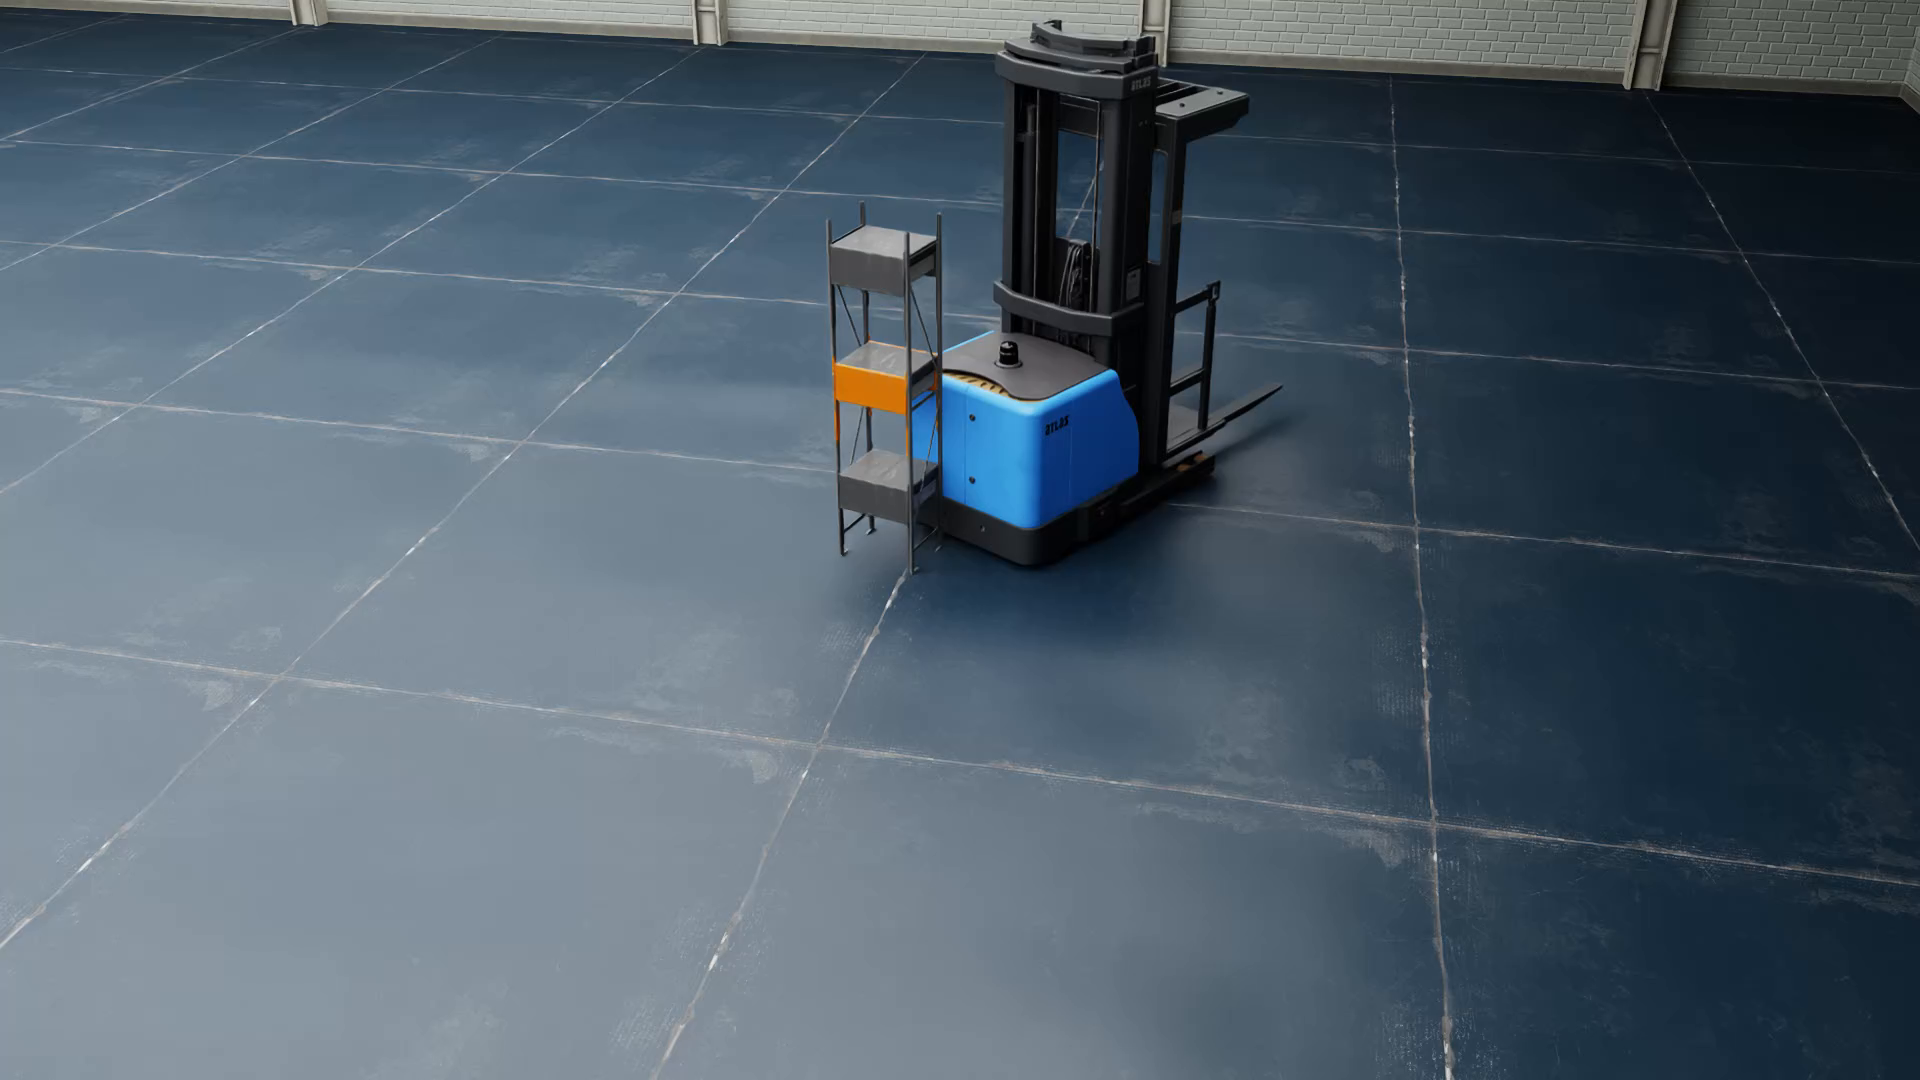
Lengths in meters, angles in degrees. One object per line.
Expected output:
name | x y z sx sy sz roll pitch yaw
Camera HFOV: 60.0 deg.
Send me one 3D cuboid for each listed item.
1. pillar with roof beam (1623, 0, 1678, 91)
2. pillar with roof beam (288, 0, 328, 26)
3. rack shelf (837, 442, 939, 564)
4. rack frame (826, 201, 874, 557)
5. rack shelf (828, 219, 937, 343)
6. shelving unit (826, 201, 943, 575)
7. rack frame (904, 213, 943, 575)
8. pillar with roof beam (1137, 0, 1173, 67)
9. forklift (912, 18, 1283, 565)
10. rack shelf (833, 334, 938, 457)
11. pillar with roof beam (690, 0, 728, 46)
pillar with roof beam | 7.457 -7.486 14.552 0.400 9.000 9.100 6 29 11
pillar with roof beam | -10.146 -9.291 17.849 0.400 9.000 9.100 6 29 11
rack shelf | -0.416 -0.225 9.961 0.480 0.518 0.431 14 32 24
rack frame | -0.633 -0.905 9.716 0.015 2.100 0.400 14 32 24
rack shelf | -0.417 -1.453 9.288 0.480 0.518 0.431 14 32 24
shelving unit | -0.417 -0.851 9.618 0.503 2.100 0.431 14 32 24
rack frame | -0.200 -0.797 9.520 0.015 2.100 0.400 14 32 24
pillar with roof beam | 1.590 -8.087 15.651 0.400 9.000 9.100 6 29 11
forklift | 1.034 -1.762 10.416 1.130 2.935 3.031 23 36 36
rack shelf | -0.417 -0.839 9.624 0.480 0.518 0.431 14 32 24
pillar with roof beam | -4.278 -8.689 16.750 0.400 9.000 9.100 6 29 11
